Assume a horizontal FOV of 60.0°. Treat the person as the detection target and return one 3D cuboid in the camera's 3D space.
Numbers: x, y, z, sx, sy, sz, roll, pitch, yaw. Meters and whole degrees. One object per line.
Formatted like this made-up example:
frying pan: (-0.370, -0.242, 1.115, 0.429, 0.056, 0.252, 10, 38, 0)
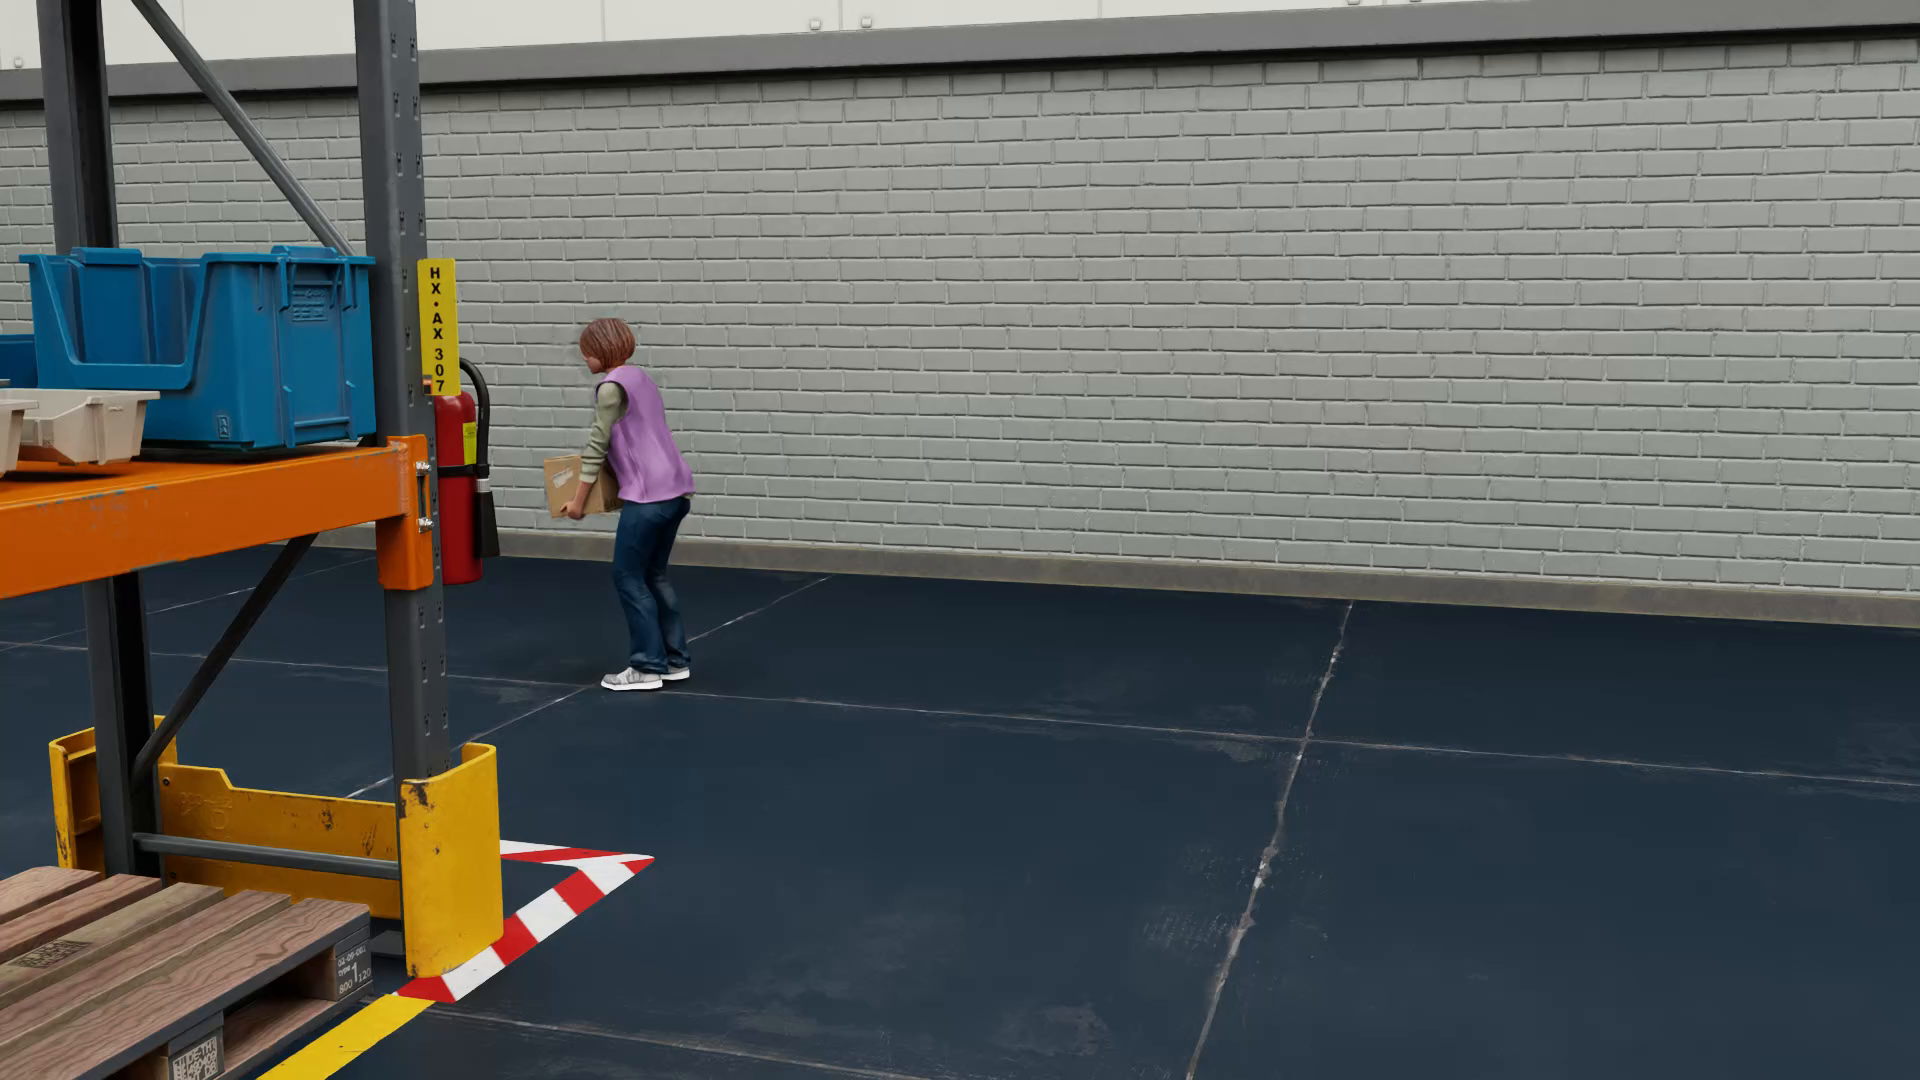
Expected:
person: (-1.388, -0.150, 7.013, 0.536, 1.561, 0.374, 2, 9, 15)
